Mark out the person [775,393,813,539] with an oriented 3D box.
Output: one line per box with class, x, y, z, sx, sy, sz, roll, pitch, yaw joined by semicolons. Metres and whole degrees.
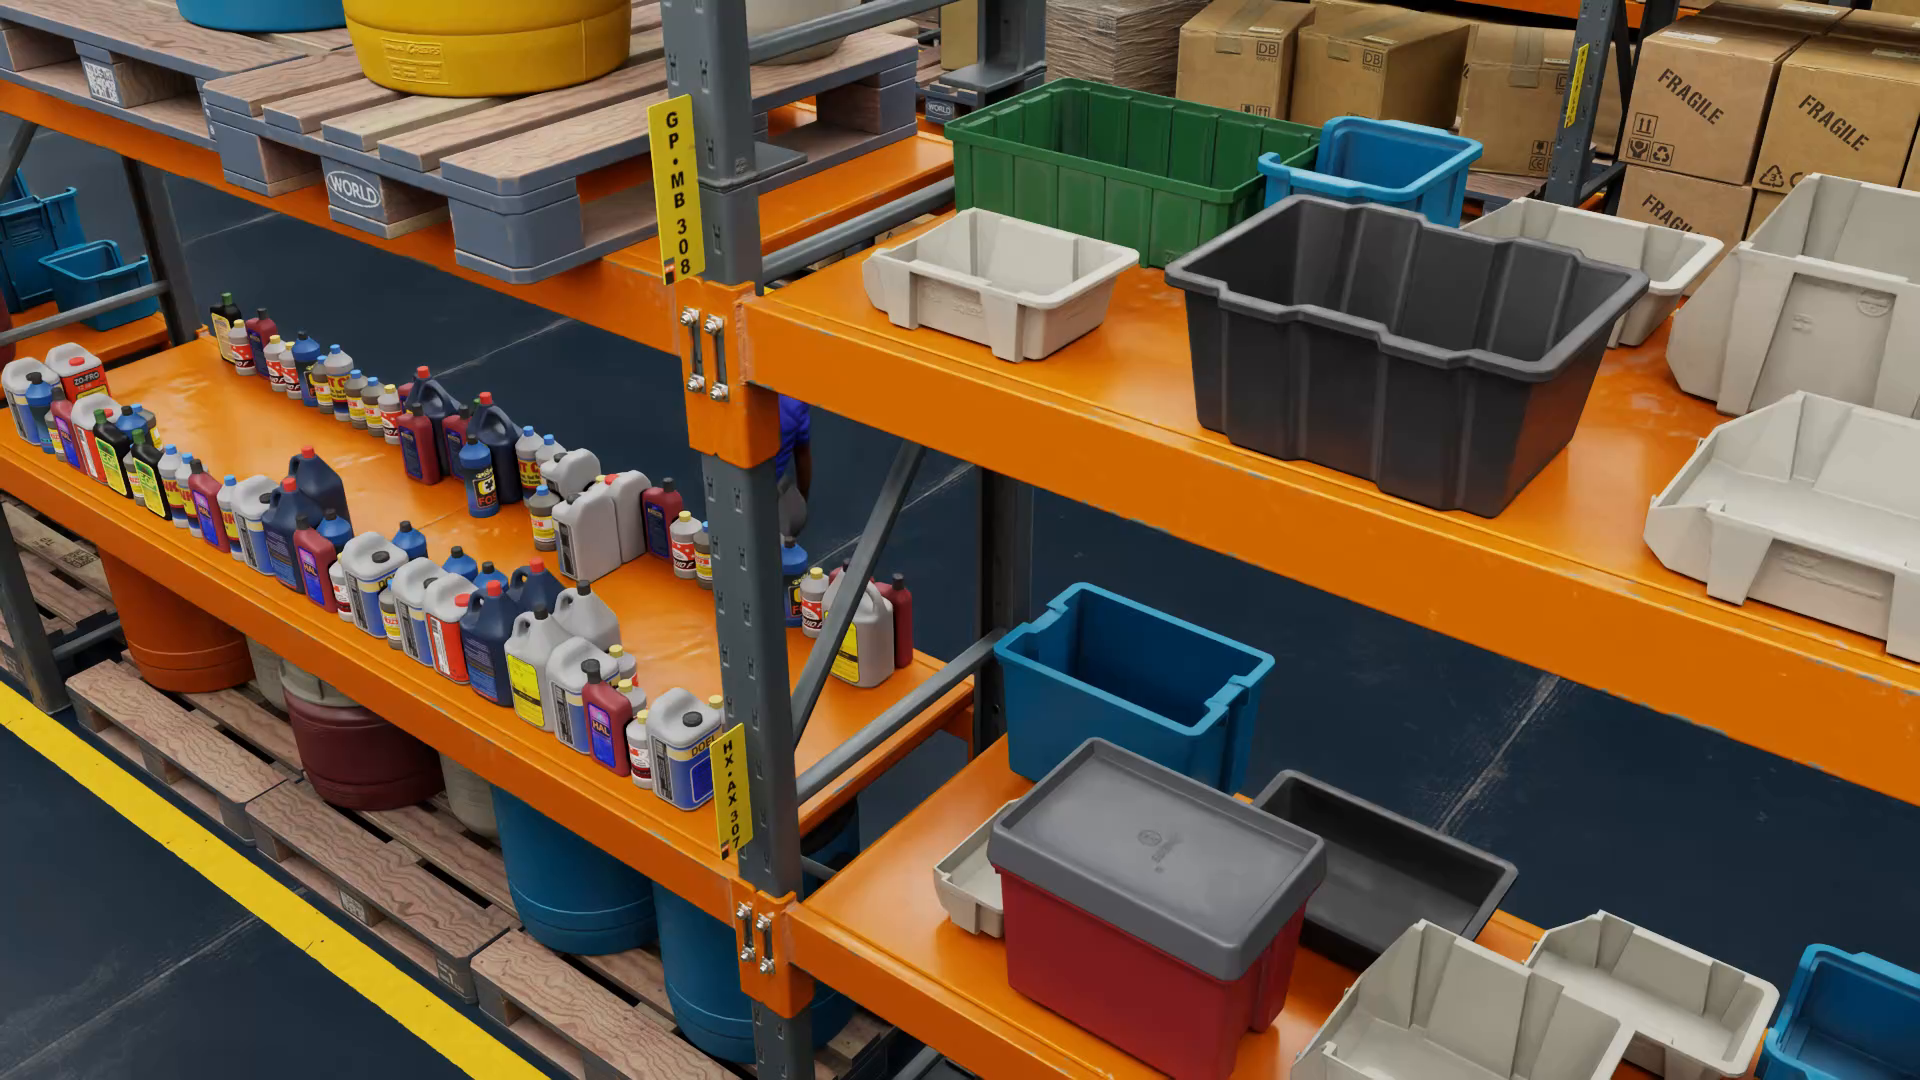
person;-0.784;-0.043;6.230;0.391;1.693;0.505;12;33;19
